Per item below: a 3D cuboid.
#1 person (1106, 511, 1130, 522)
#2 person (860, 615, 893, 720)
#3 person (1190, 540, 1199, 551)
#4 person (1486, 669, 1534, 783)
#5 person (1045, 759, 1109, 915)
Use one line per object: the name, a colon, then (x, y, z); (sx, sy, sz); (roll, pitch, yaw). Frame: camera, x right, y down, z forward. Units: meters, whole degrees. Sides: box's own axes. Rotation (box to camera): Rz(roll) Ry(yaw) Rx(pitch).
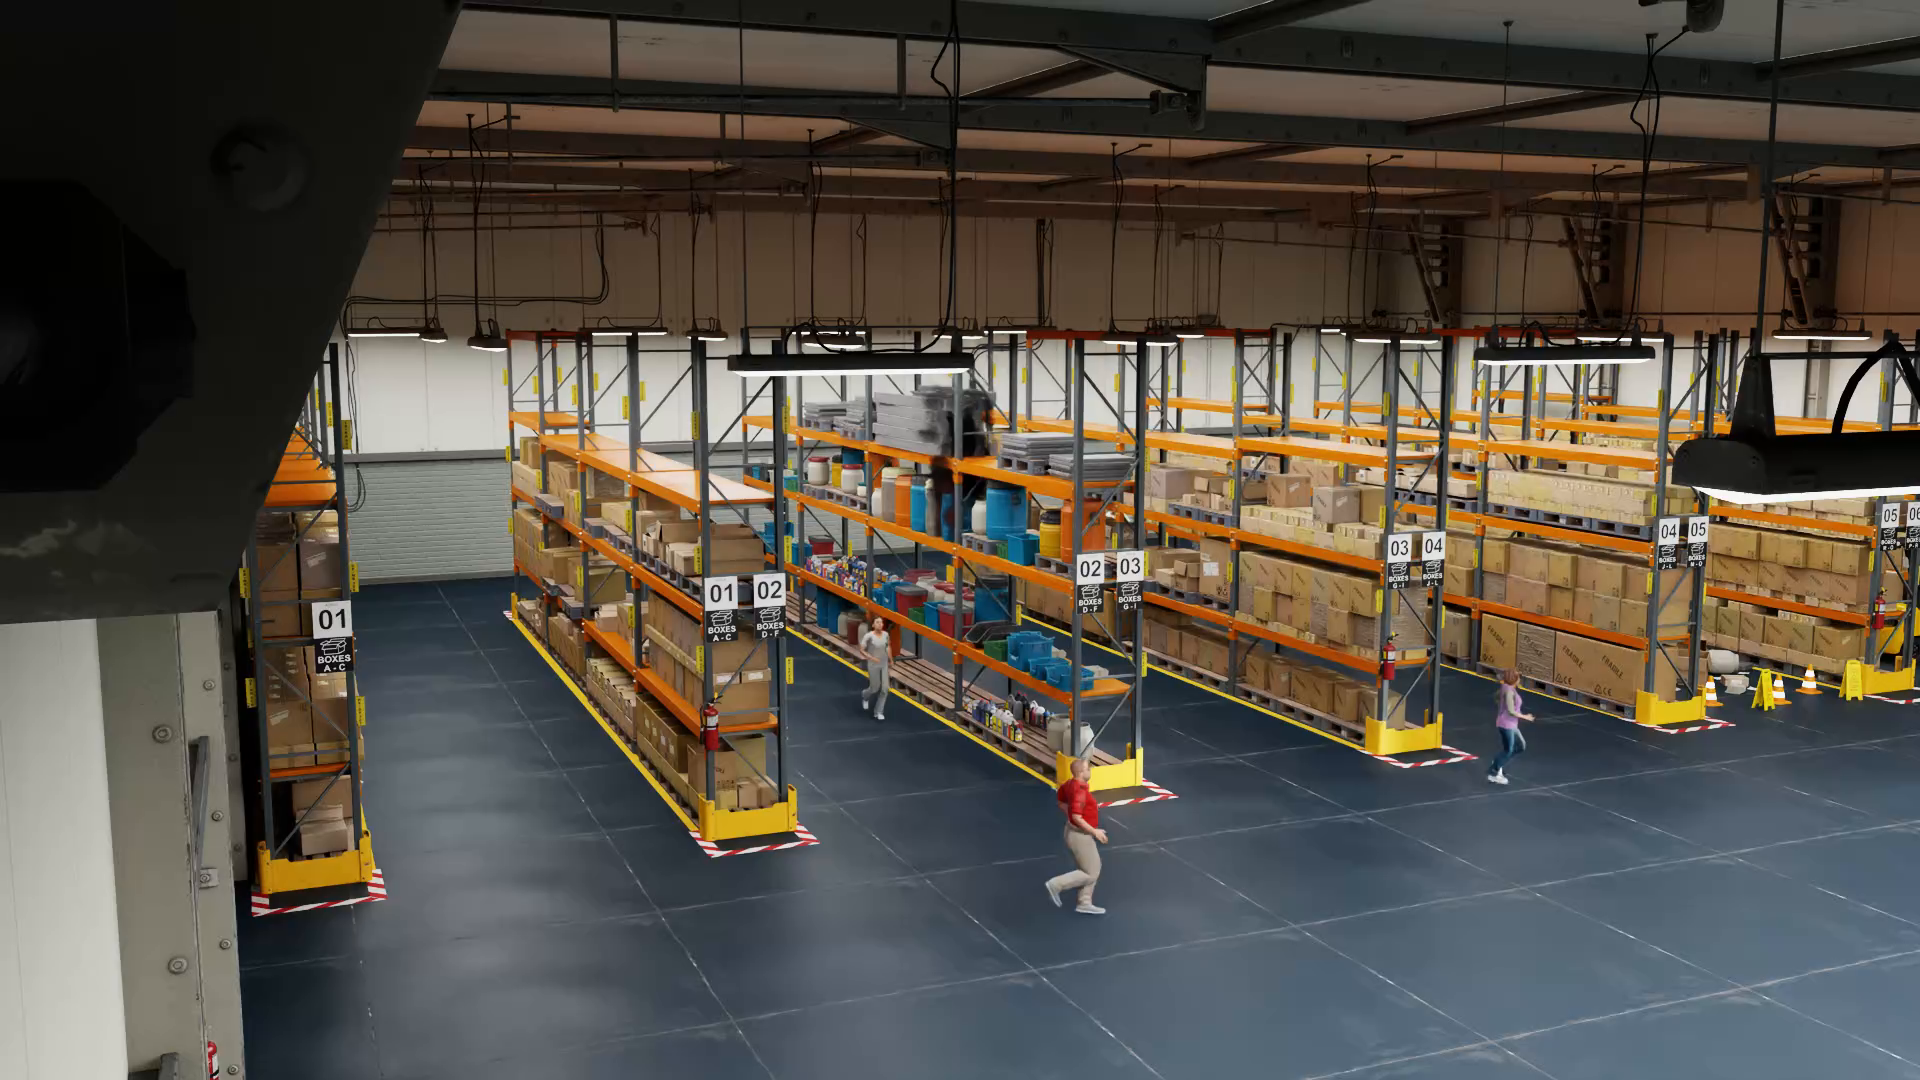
person: (3.766, -0.080, 40.905); (0.762, 1.782, 0.685); (7, 10, 40)
person: (-1.311, 1.979, 26.124); (0.563, 1.628, 0.639); (-4, 9, -30)
person: (6.190, -0.306, 42.455); (0.765, 1.845, 0.644); (-3, 8, -20)
person: (7.440, 2.506, 22.449); (0.585, 1.565, 0.570); (2, 8, 17)
person: (1.236, 3.139, 17.529); (0.632, 1.697, 0.648); (-1, 8, -10)
